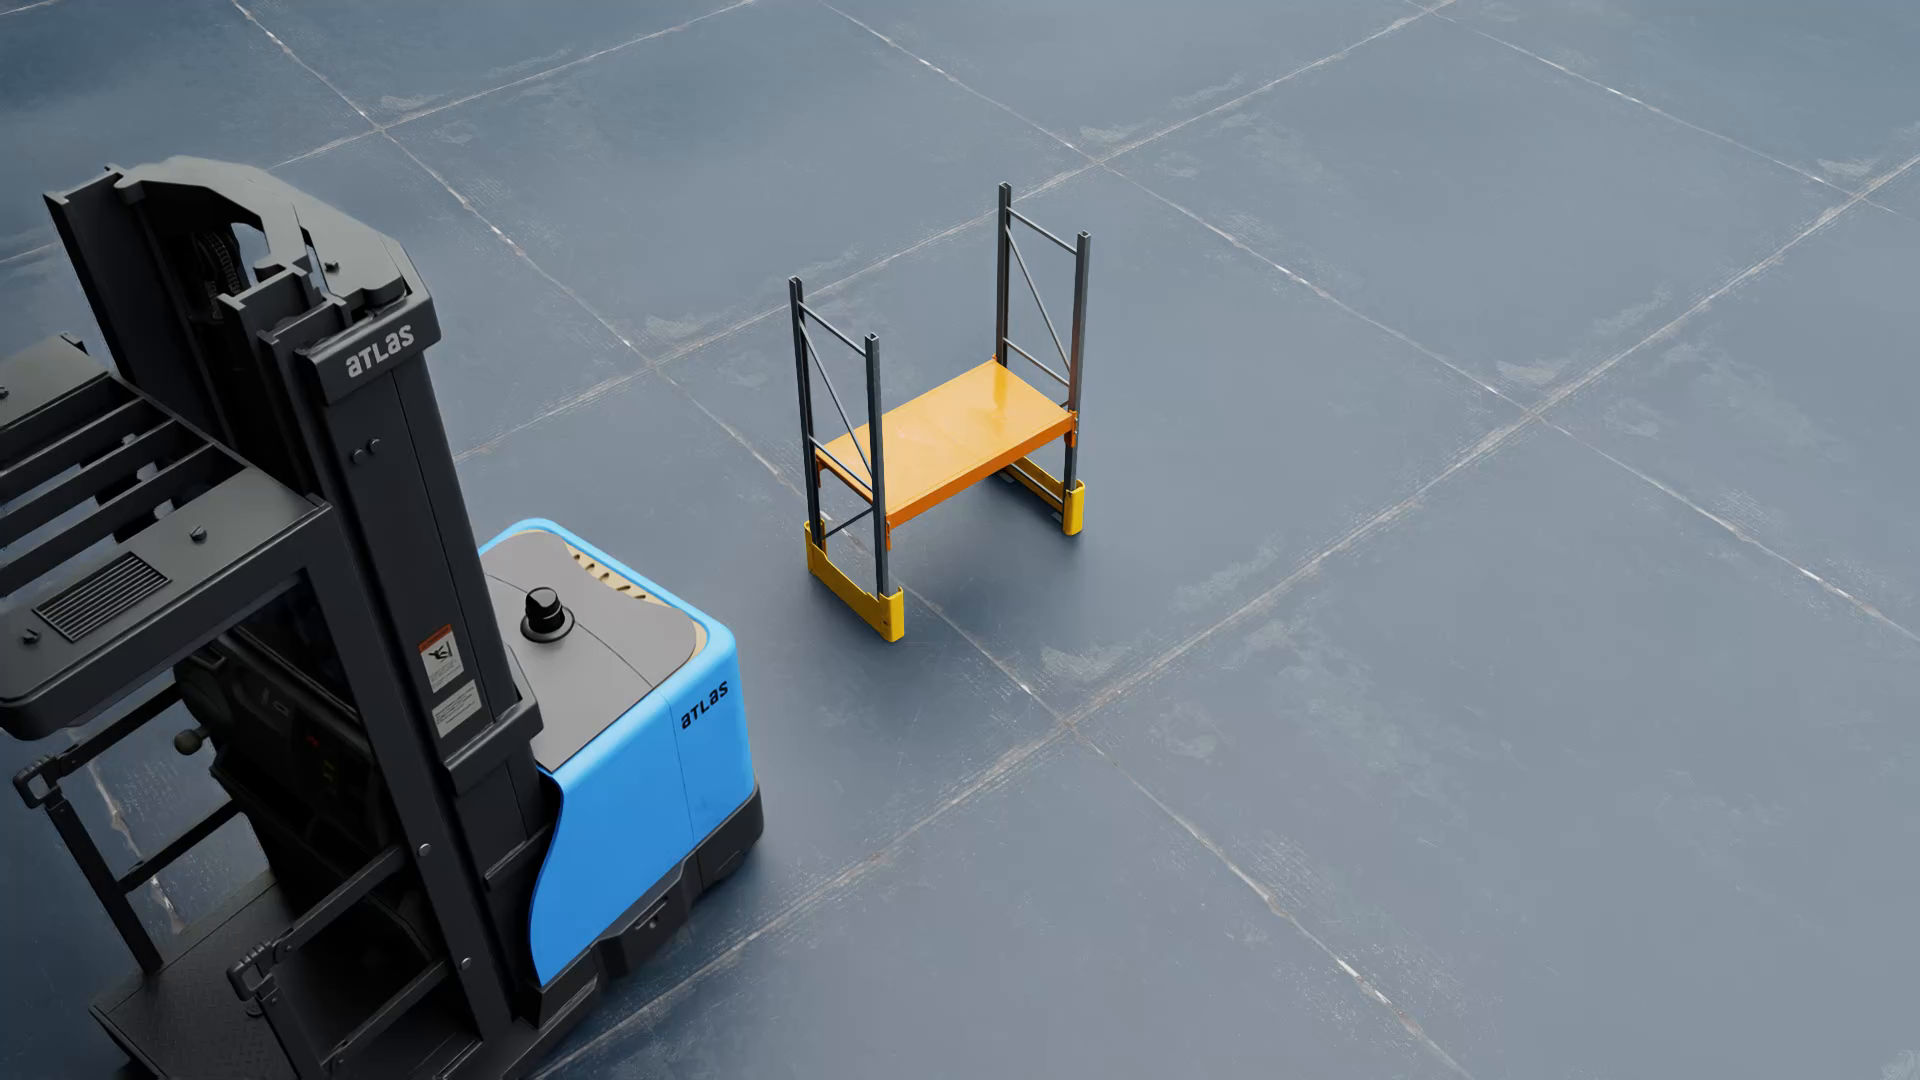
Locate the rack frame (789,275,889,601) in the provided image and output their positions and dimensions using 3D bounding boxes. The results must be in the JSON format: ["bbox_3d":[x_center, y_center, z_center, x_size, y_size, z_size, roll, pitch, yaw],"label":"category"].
[{"bbox_3d":[-0.455,-0.286,6.459,0.032,1.500,0.500,-30,51,-28],"label":"rack frame"}]

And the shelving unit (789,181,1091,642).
[{"bbox_3d":[-0.058,-0.513,6.701,1.083,1.500,0.587,-30,51,-28],"label":"shelving unit"}]

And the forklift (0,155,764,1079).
[{"bbox_3d":[-2.010,0.612,4.458,1.130,2.935,3.031,28,50,26],"label":"forklift"}]

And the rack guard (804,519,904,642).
[{"bbox_3d":[-0.440,0.161,6.896,0.087,0.250,0.587,-30,51,-28],"label":"rack guard"}]

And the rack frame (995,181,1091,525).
[{"bbox_3d":[0.324,-0.733,6.934,0.032,1.500,0.500,-30,51,-28],"label":"rack frame"}]

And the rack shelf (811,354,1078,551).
[{"bbox_3d":[-0.065,-0.378,6.820,1.000,0.185,0.538,-30,51,-28],"label":"rack shelf"}]

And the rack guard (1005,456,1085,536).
[{"bbox_3d":[0.324,-0.276,7.362,0.087,0.250,0.587,-30,51,-28],"label":"rack guard"}]
